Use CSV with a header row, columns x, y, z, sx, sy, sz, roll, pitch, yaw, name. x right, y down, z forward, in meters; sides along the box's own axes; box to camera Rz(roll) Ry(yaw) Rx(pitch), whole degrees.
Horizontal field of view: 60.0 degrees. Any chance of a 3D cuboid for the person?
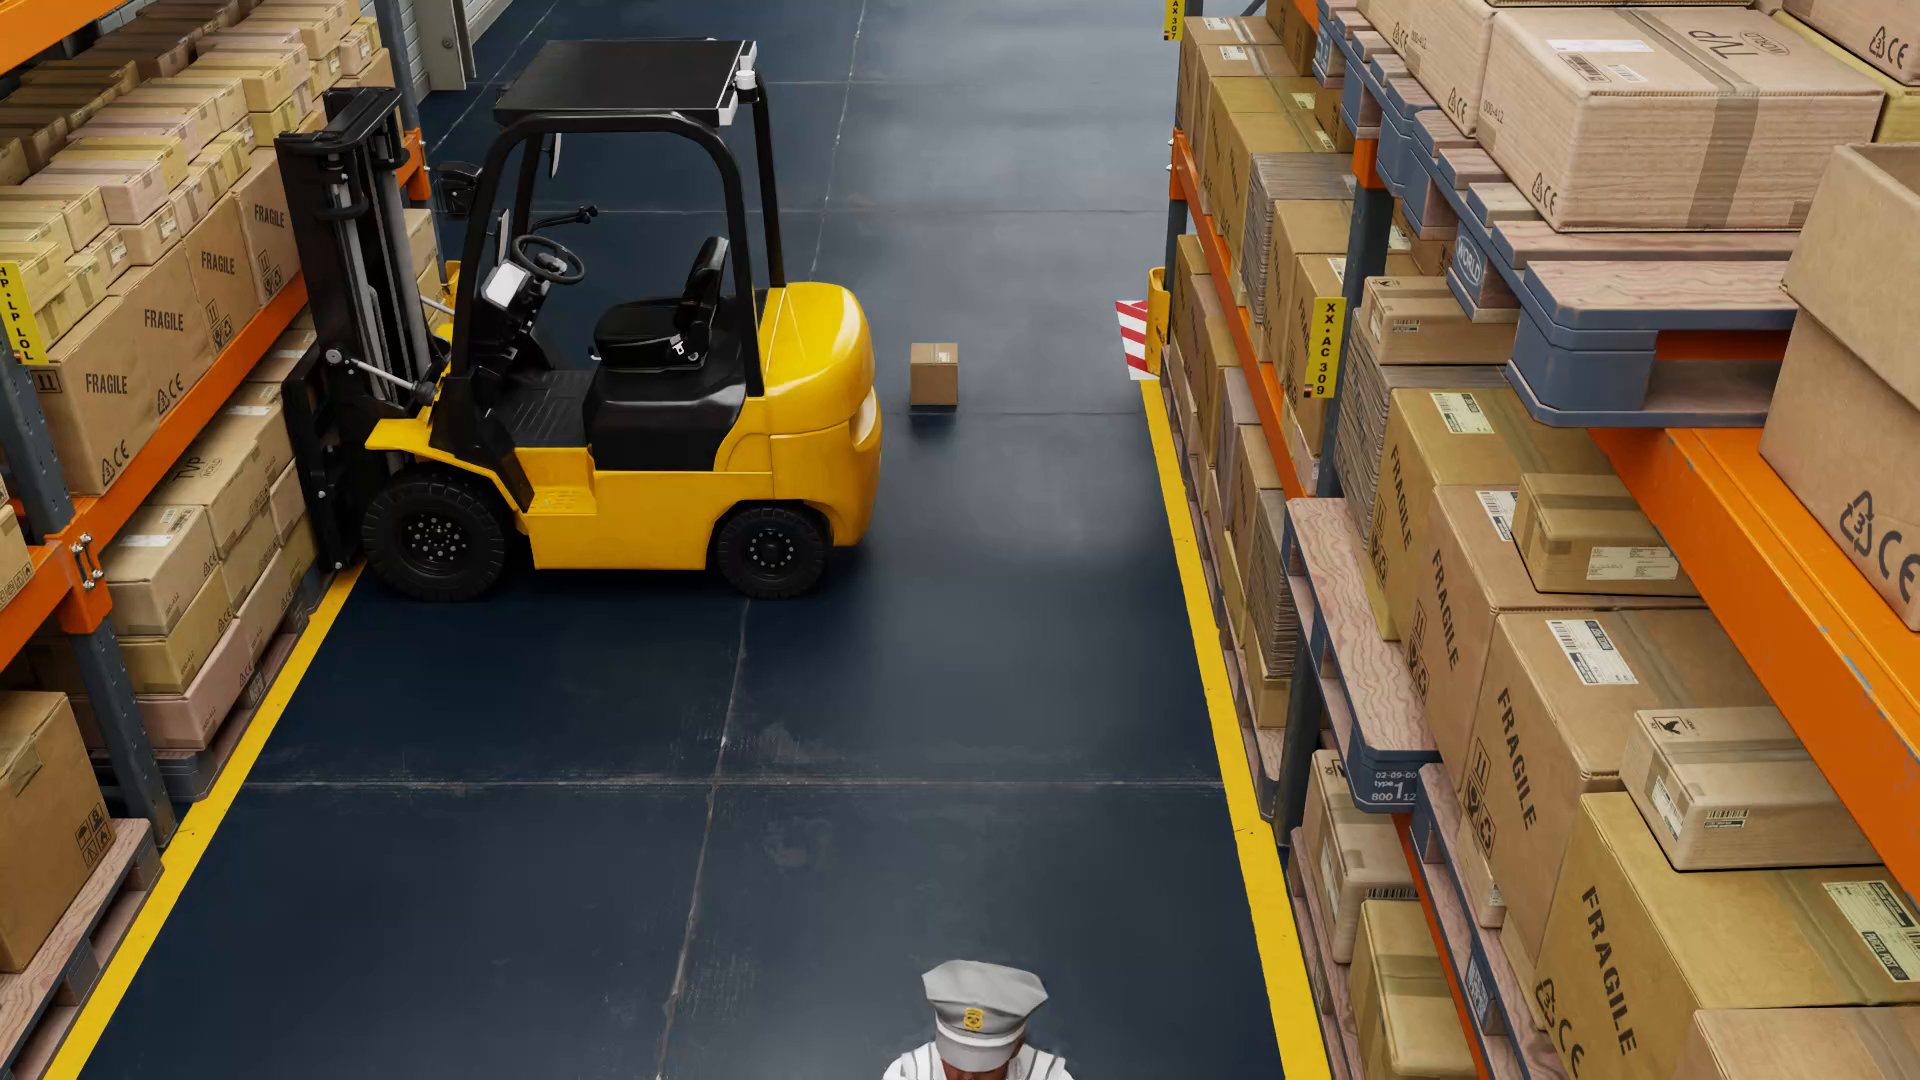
x,y,z,sx,sy,sz,roll,pitch,yaw,name
0.058,1.570,3.545,0.456,1.632,0.968,-1,32,-1,person
